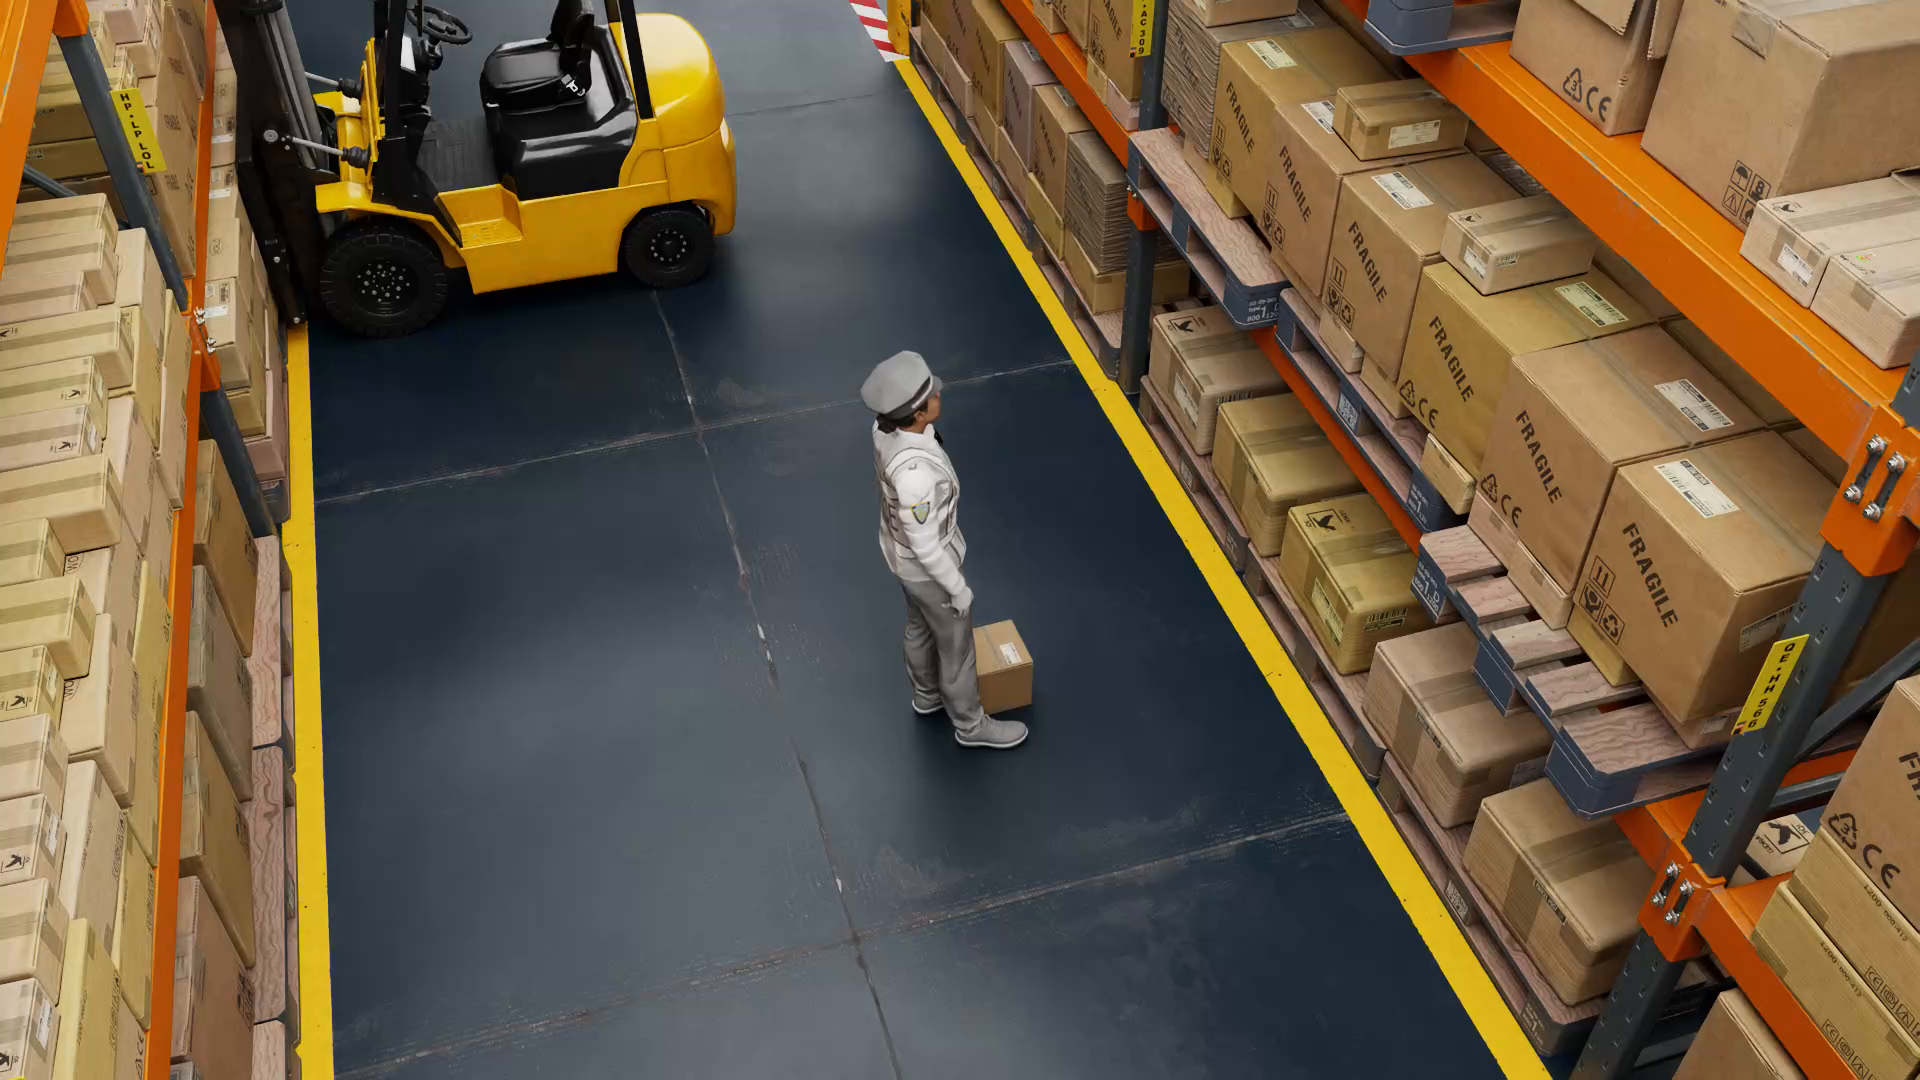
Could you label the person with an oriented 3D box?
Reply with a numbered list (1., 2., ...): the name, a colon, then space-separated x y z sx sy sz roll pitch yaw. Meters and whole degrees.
1. person: -0.058 0.037 6.082 0.530 1.694 0.586 -12 44 -13
